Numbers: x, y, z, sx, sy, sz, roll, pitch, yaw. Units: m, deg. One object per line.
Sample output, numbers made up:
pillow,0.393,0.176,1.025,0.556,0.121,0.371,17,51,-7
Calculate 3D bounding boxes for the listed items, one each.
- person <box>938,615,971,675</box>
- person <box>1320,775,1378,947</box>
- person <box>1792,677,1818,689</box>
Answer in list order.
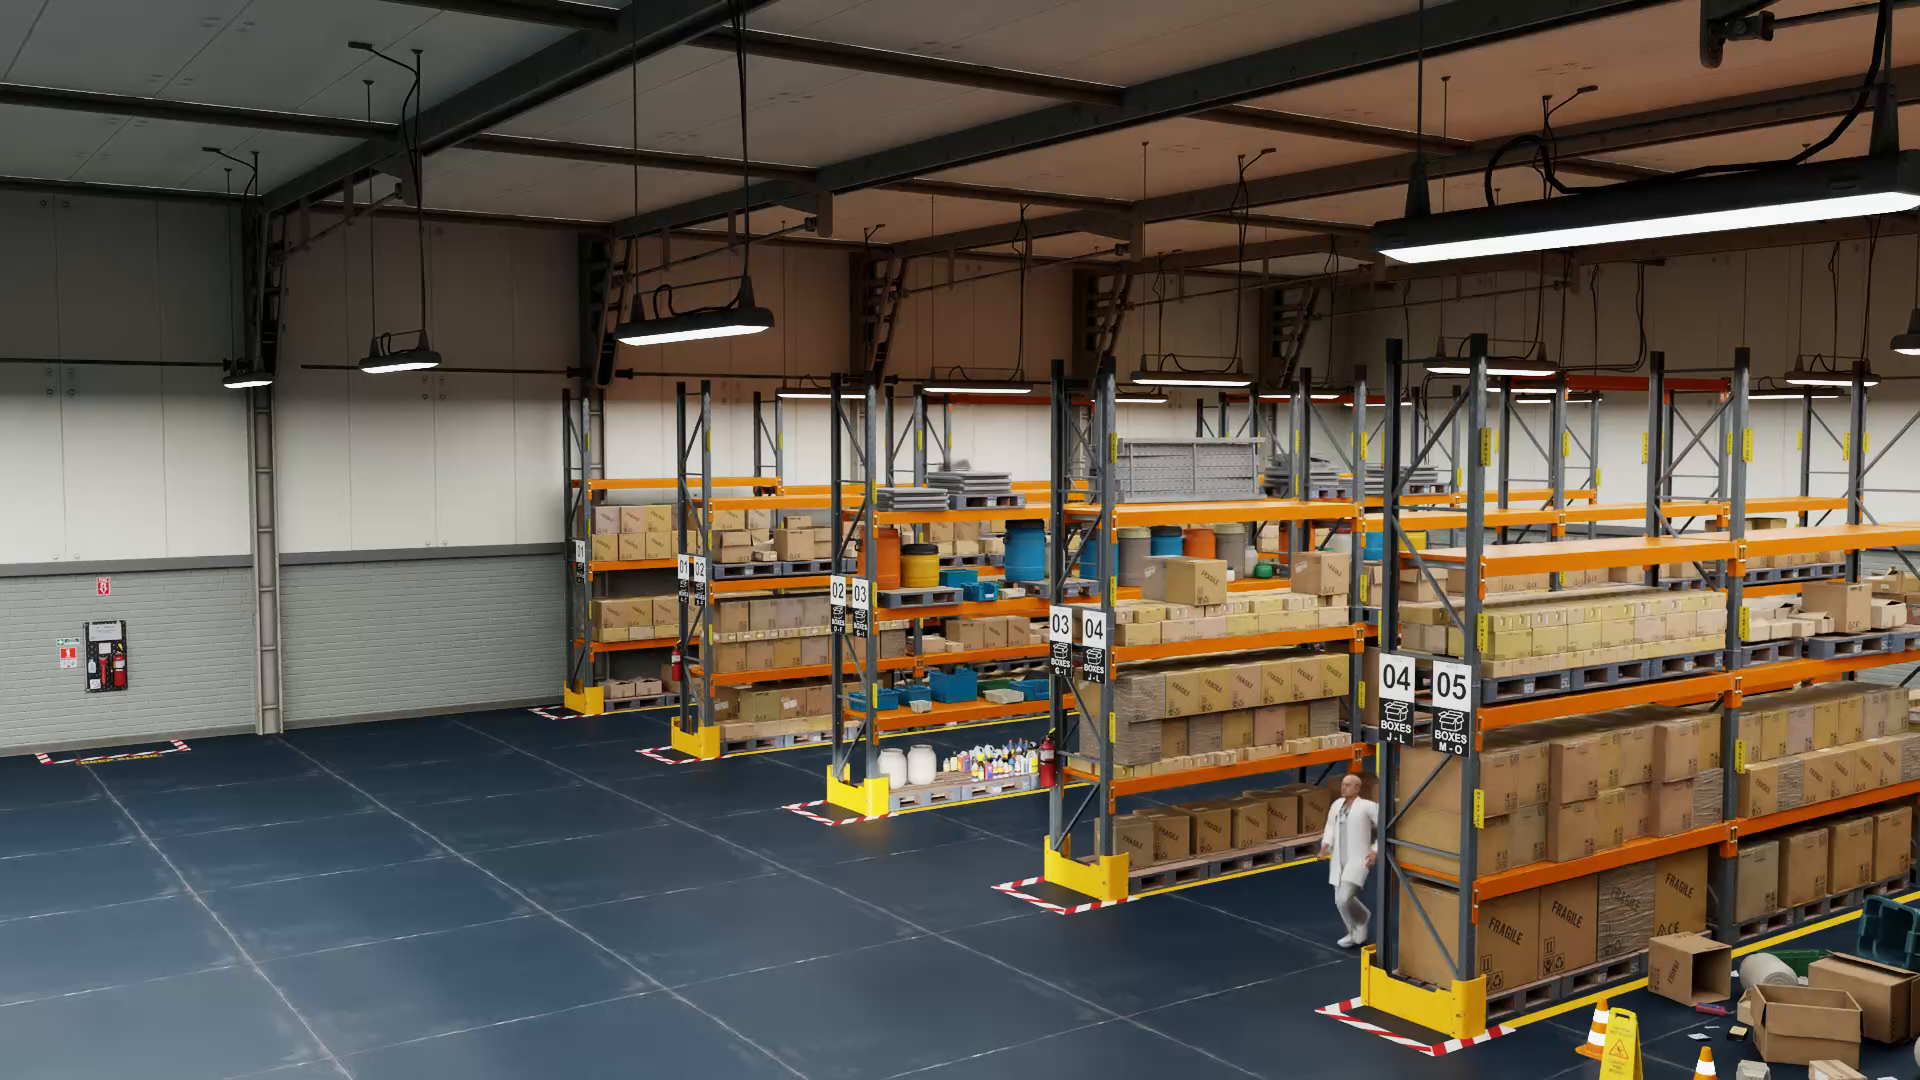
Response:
person,-0.162,1.935,32.953,0.794,1.687,0.684,-3,5,-36
person,3.904,3.228,16.671,0.579,1.735,0.721,-3,5,-39
person,12.446,2.715,24.441,0.826,1.768,0.701,-2,4,-33
